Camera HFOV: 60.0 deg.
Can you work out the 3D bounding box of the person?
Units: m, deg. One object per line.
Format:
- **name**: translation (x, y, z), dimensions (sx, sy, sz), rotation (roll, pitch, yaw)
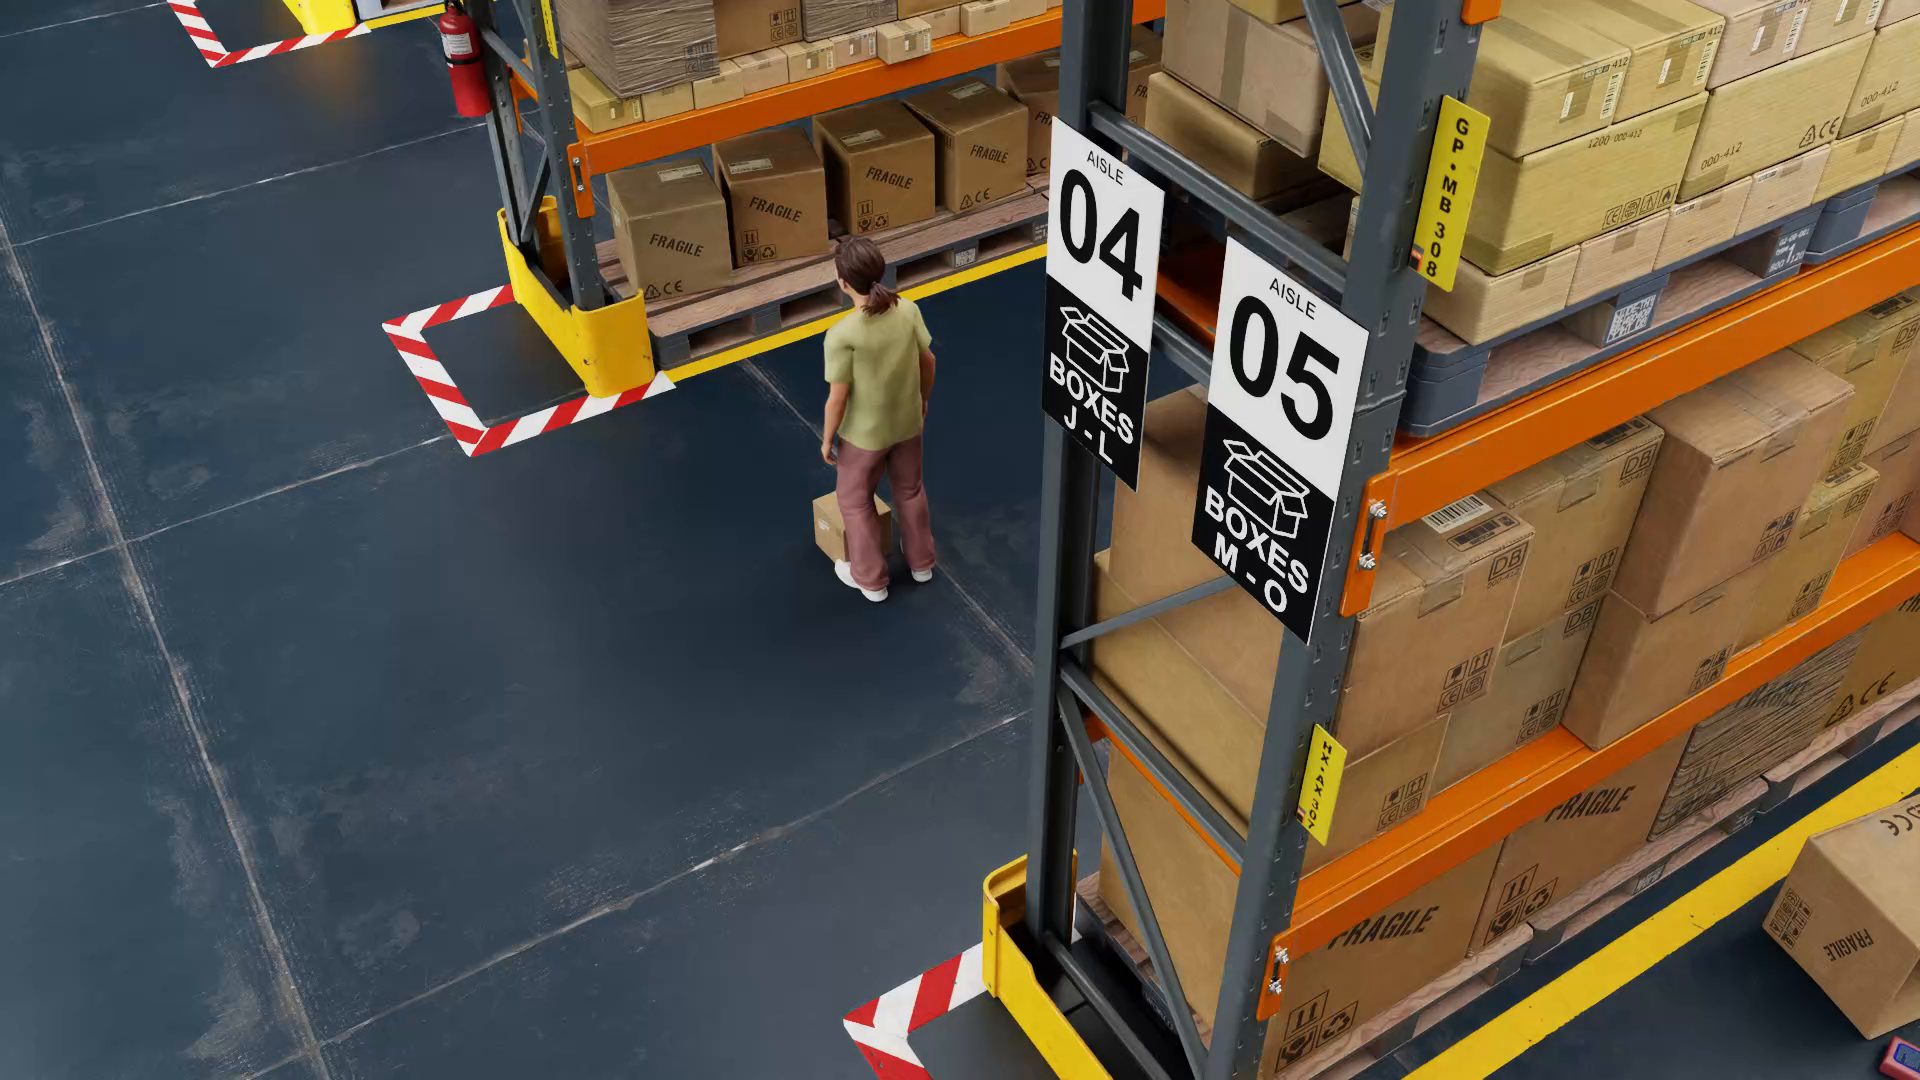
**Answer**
- **person**: translation (-0.335, -0.375, 6.770), dimensions (0.516, 1.438, 0.359), rotation (-24, 47, -25)
